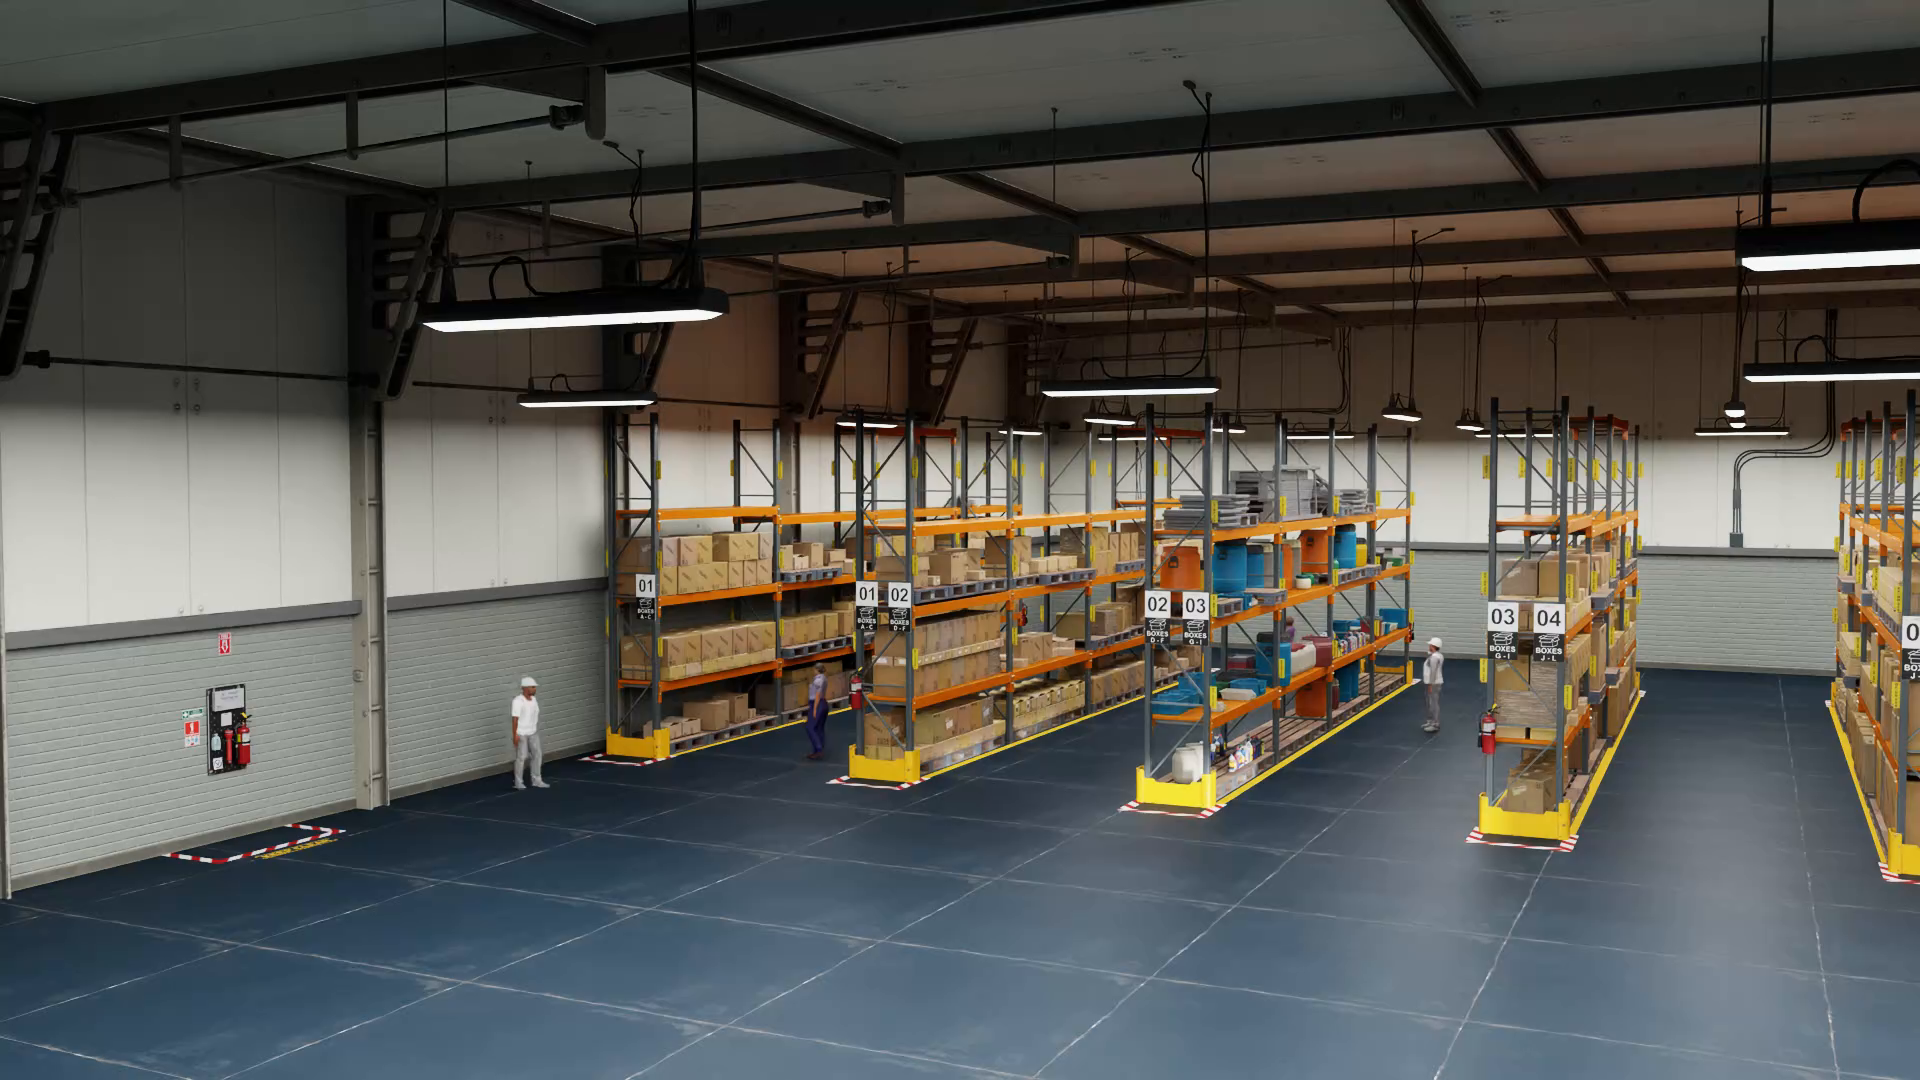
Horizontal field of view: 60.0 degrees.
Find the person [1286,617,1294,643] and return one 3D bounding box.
[{"bbox_3d":[7.577,2.579,38.721,0.382,1.602,0.483,2,3,41],"label":"person"}]

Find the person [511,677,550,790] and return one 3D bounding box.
[{"bbox_3d":[-6.793,3.040,26.080,0.482,1.769,0.685,1,3,22],"label":"person"}]

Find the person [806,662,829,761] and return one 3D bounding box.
[{"bbox_3d":[-2.487,2.976,28.910,0.378,1.693,0.546,1,2,12],"label":"person"}]

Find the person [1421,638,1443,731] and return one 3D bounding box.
[{"bbox_3d":[9.097,2.762,31.965,0.399,1.780,0.564,0,2,7],"label":"person"}]
